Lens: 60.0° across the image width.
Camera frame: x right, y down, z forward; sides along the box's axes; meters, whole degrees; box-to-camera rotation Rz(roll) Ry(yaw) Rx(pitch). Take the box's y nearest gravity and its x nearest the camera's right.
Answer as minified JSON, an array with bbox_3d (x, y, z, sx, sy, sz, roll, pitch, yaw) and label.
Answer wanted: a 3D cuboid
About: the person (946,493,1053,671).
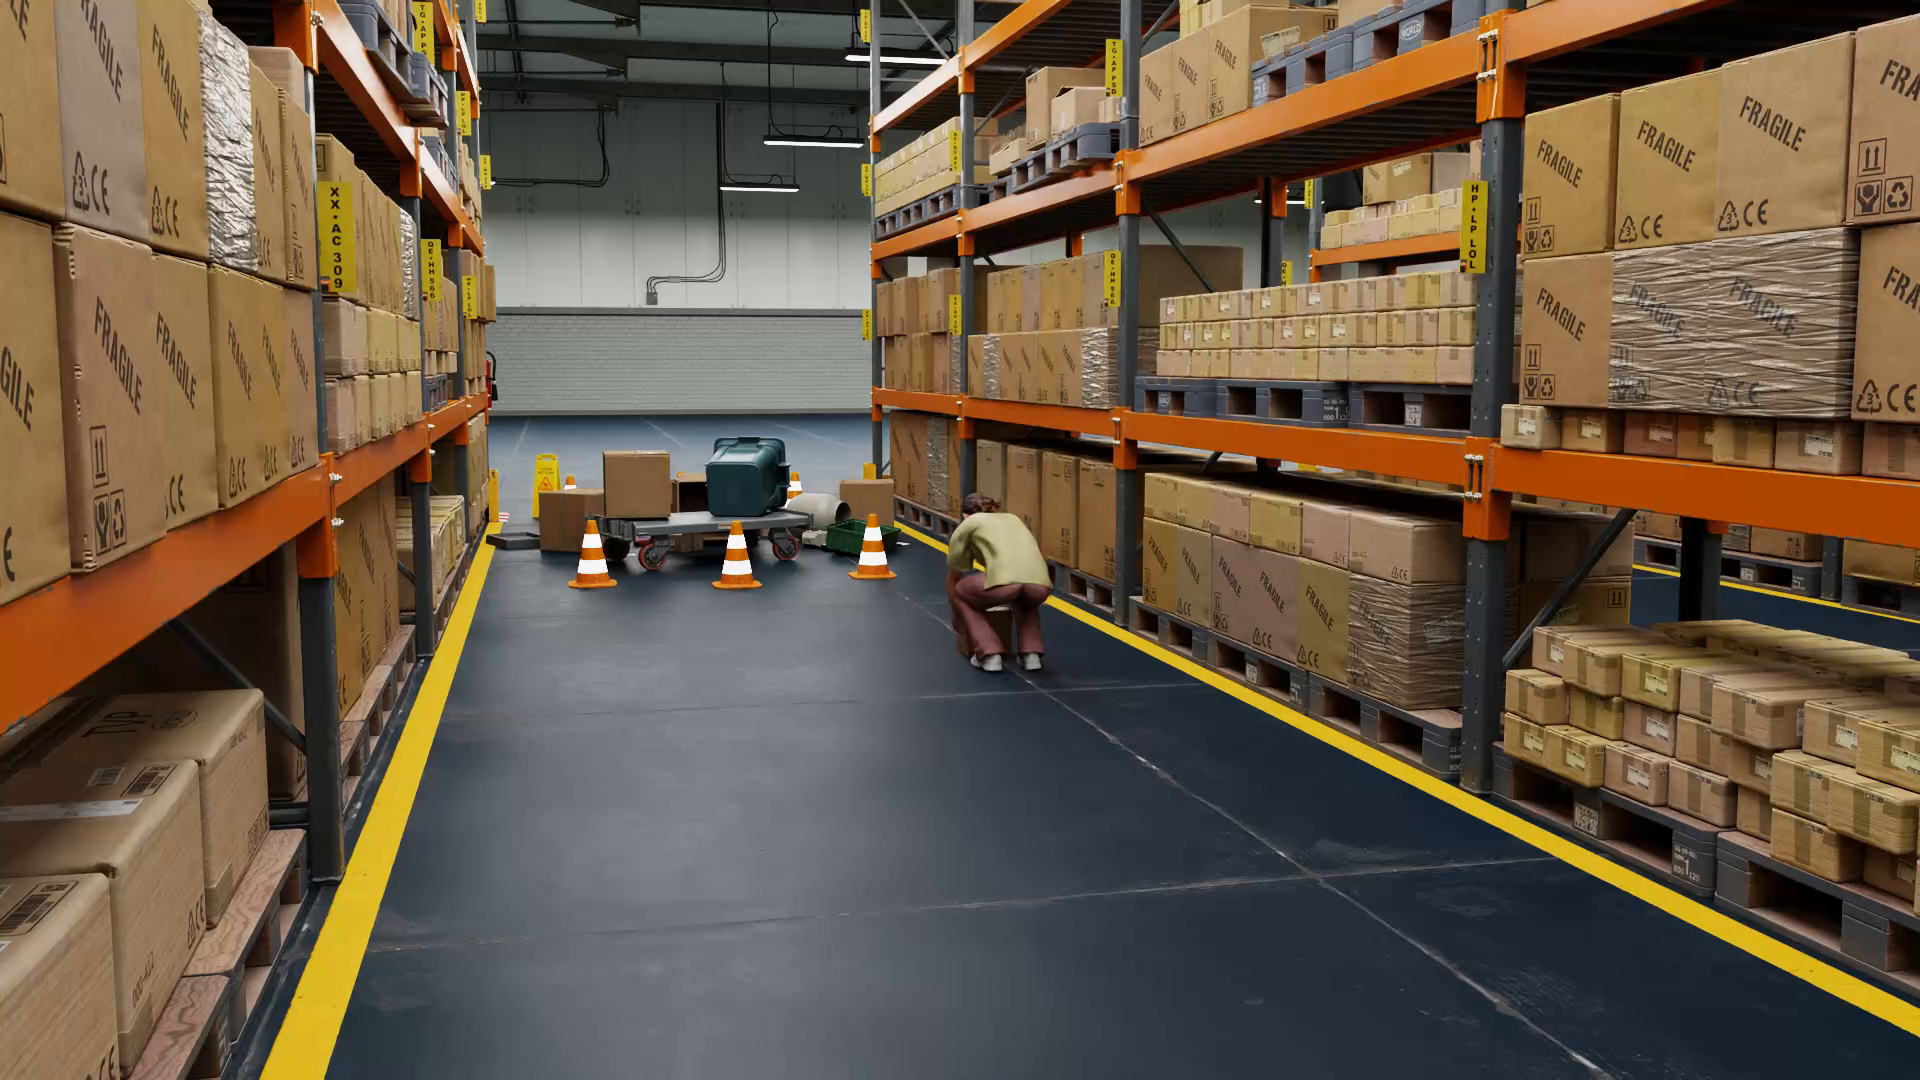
[{"bbox_3d":[0.198,0.218,8.793,0.489,0.890,0.799,-2,6,-14],"label":"person"}]
